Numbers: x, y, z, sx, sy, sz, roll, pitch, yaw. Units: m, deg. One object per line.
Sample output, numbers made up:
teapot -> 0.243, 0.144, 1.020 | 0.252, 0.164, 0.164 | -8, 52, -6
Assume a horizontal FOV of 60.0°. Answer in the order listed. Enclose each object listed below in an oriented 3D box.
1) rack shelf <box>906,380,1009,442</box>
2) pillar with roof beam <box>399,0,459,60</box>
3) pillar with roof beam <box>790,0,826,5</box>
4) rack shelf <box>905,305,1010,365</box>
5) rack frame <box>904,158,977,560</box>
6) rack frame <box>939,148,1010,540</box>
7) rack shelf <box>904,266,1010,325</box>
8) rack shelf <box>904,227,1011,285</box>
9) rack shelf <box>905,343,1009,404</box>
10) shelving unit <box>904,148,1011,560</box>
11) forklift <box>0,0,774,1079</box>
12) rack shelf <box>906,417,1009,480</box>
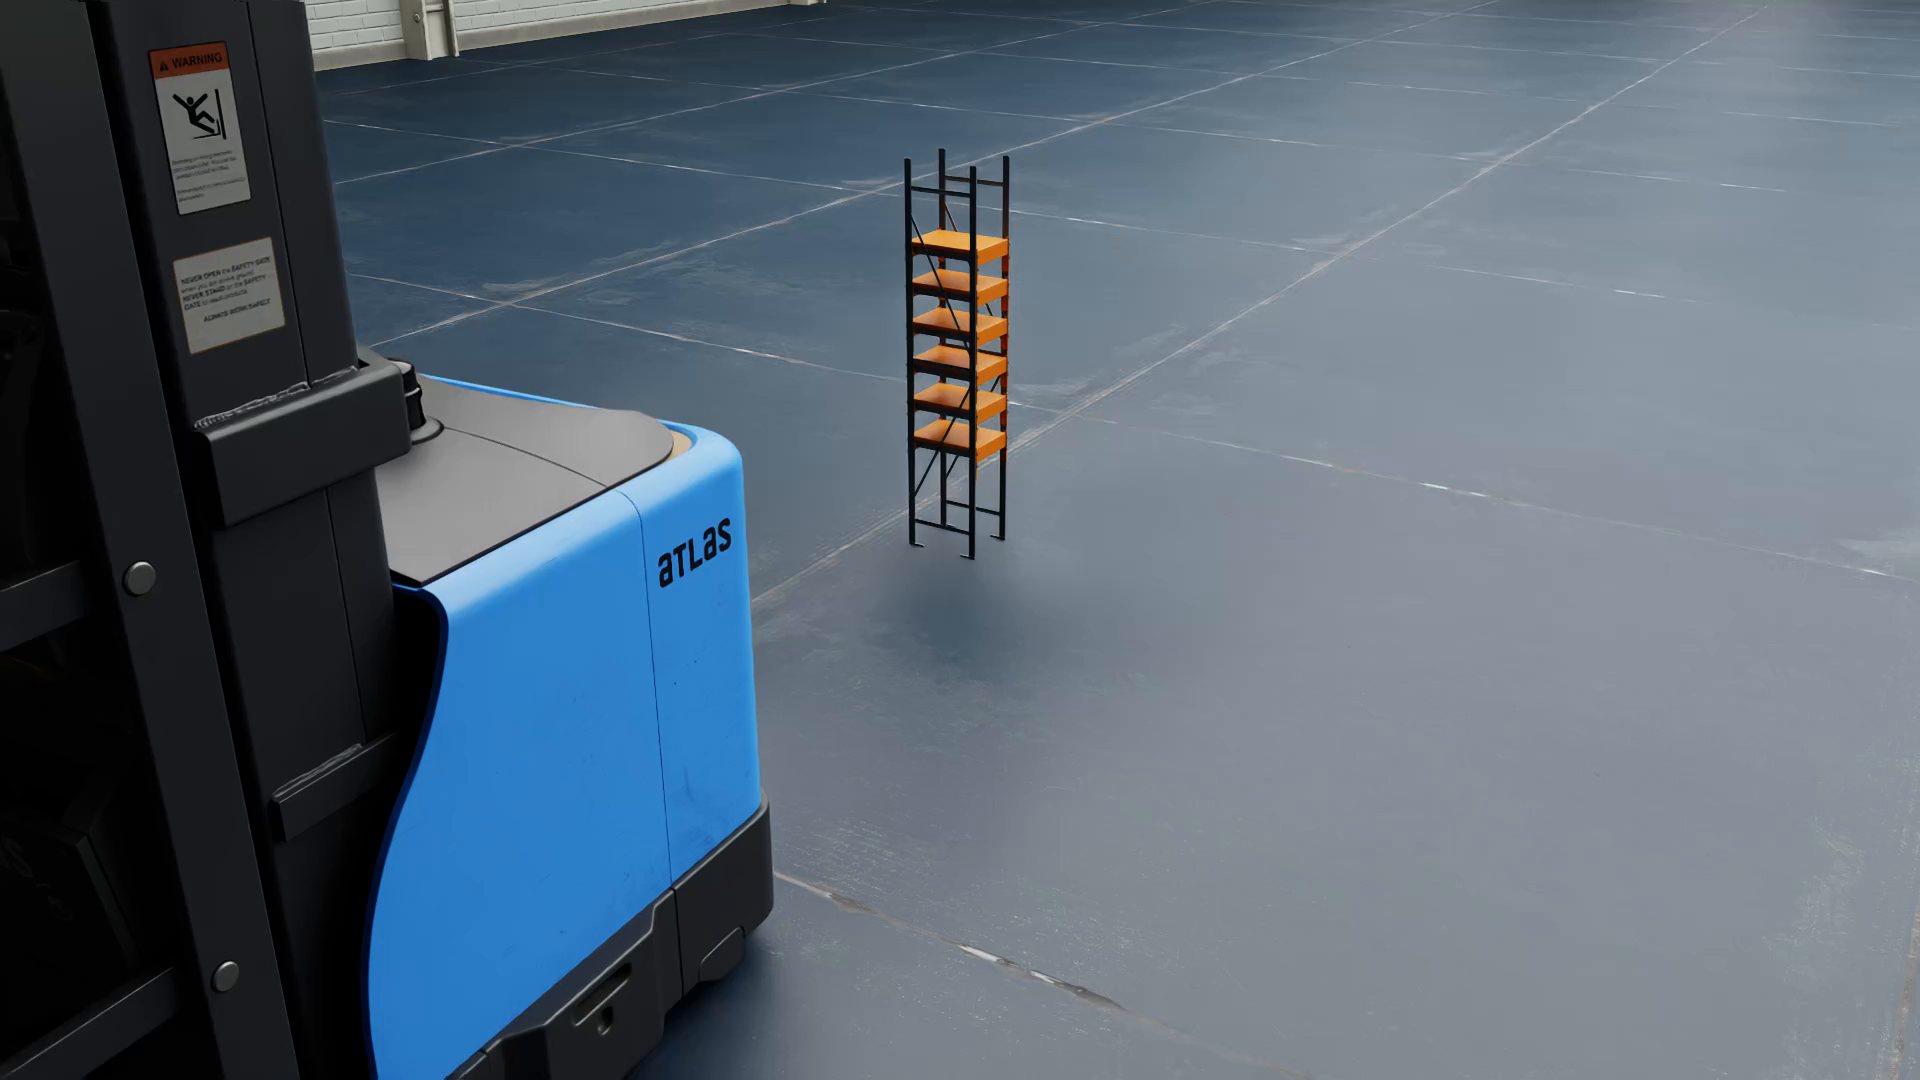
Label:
rack shelf -> -0.008, -0.395, 5.066 | 0.258, 0.103, 0.180 | 14, 27, 29
pillar with roof beam -> -1.405, -7.867, 12.095 | 9.100, 9.000, 0.400 | 14, 27, 29
pillar with roof beam -> 1.760, -9.892, 16.773 | 9.100, 9.000, 0.400 | 14, 27, 29
rack shelf -> -0.008, -0.615, 4.970 | 0.258, 0.103, 0.180 | 14, 27, 29
rack frame -> -0.056, -0.515, 4.929 | 0.240, 1.200, 0.006 | 14, 27, 29
rack frame -> 0.041, -0.577, 5.072 | 0.240, 1.200, 0.006 | 14, 27, 29
rack shelf -> -0.008, -0.725, 4.923 | 0.258, 0.103, 0.180 | 14, 27, 29
rack shelf -> -0.008, -0.835, 4.875 | 0.258, 0.103, 0.180 | 14, 27, 29
rack shelf -> -0.008, -0.505, 5.018 | 0.258, 0.103, 0.180 | 14, 27, 29
shelving unit -> -0.008, -0.546, 5.000 | 0.258, 1.200, 0.189 | 14, 27, 29
forklift -> -1.511, -0.125, 1.850 | 1.130, 2.935, 3.031 | 12, 26, 25
rack shelf -> -0.008, -0.285, 5.113 | 0.258, 0.103, 0.180 | 14, 27, 29
